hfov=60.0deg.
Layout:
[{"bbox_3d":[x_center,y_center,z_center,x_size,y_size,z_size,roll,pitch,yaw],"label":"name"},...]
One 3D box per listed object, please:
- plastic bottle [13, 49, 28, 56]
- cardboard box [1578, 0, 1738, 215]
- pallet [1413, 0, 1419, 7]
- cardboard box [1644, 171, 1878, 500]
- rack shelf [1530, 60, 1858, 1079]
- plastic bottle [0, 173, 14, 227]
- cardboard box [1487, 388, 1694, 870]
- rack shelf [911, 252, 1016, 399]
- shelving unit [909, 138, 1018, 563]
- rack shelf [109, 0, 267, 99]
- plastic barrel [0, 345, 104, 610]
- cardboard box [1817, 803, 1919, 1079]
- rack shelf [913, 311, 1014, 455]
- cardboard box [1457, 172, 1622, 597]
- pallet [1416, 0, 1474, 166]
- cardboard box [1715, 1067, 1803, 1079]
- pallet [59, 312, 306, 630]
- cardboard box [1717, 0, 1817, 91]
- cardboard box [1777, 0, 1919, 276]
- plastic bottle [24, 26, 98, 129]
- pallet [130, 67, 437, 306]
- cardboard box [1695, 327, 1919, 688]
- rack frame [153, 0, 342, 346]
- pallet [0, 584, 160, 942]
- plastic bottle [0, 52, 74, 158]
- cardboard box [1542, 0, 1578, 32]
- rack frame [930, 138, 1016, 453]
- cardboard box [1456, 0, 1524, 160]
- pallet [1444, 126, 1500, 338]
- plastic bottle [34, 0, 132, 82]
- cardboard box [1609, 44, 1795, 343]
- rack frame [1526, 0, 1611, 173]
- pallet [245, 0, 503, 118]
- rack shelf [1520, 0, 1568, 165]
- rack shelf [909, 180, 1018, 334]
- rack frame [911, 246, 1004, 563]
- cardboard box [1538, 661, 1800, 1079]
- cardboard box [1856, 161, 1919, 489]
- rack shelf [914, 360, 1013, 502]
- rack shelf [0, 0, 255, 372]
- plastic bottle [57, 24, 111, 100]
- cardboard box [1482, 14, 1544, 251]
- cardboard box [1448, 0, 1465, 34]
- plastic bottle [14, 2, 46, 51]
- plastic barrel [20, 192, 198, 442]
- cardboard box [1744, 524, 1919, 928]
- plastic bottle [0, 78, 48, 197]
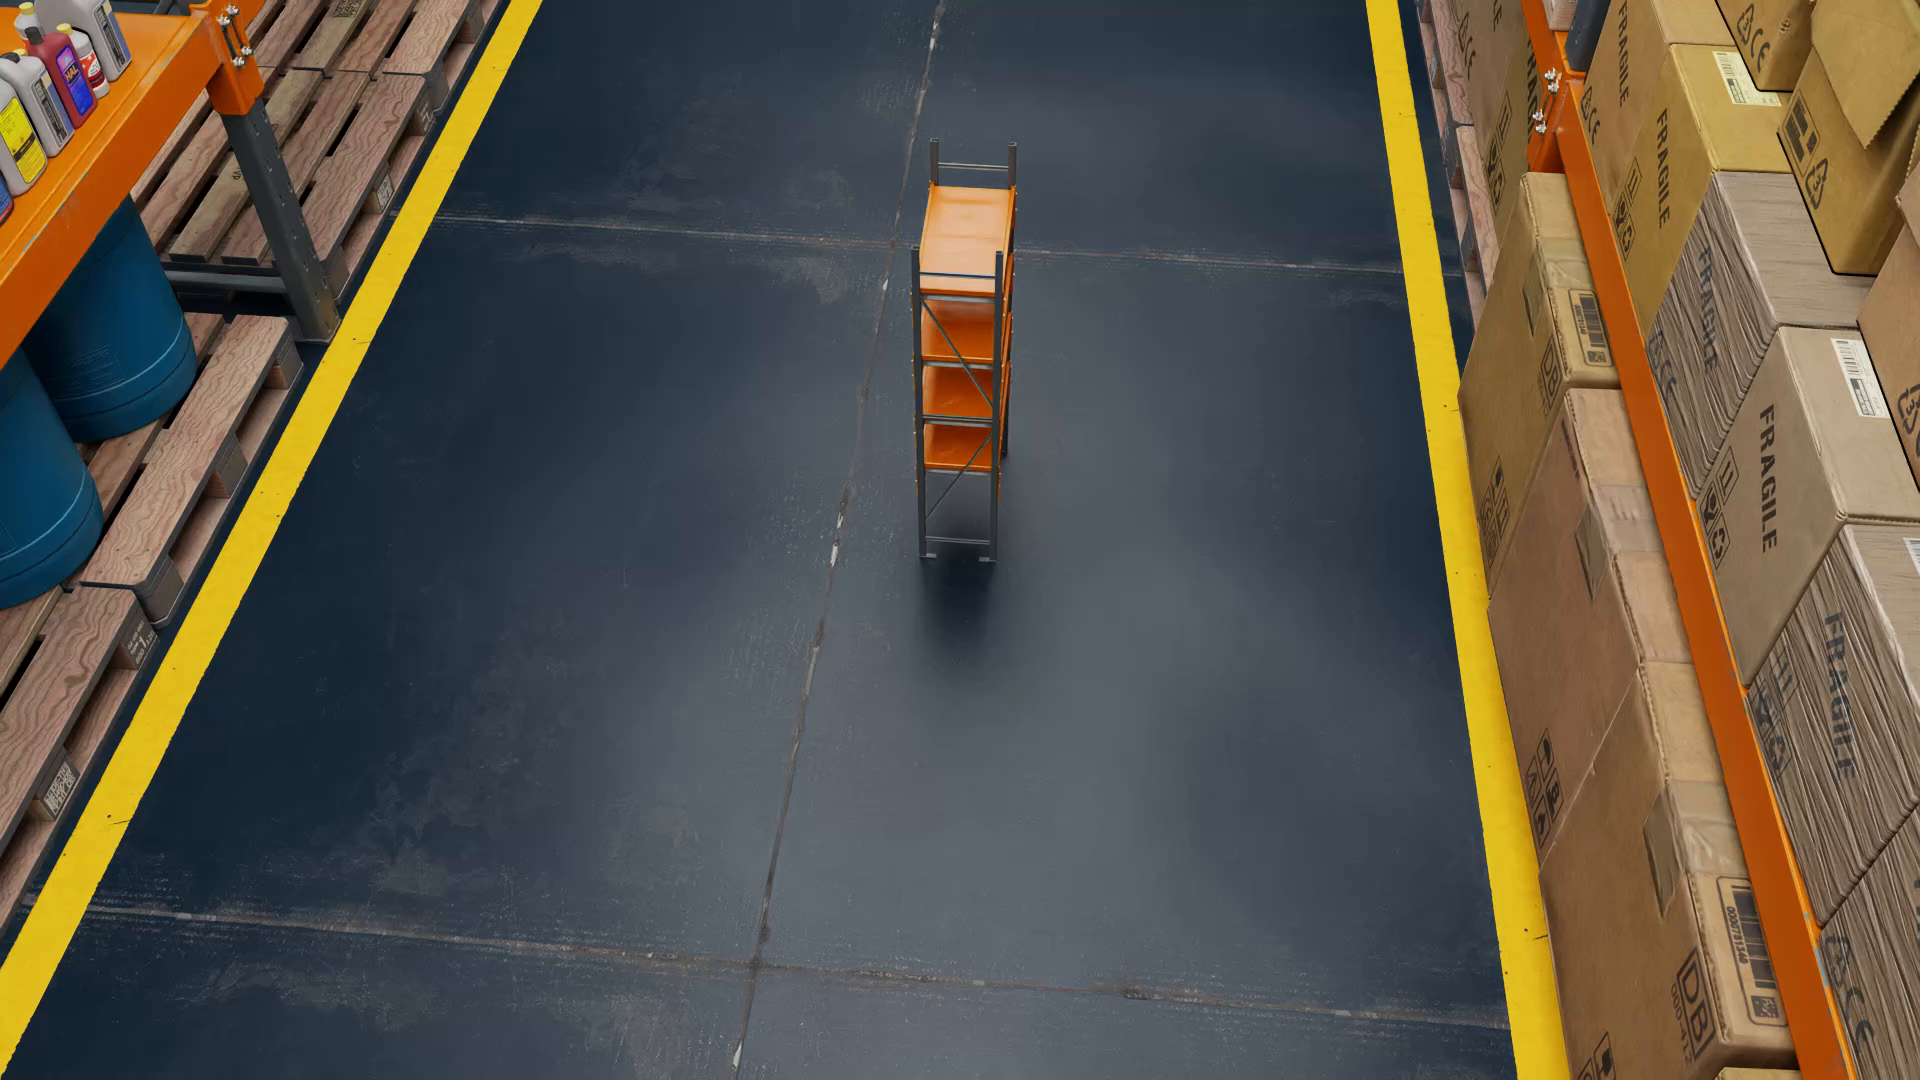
[{"bbox_3d":[-2.488,-1.220,4.468,0.097,0.201,0.097,0,48,0],"label":"plastic bottle"},{"bbox_3d":[1.923,-1.159,4.210,0.500,0.500,0.500,4,48,4],"label":"cardboard box"},{"bbox_3d":[2.584,-2.852,7.716,1.003,0.211,1.213,4,48,4],"label":"pallet"},{"bbox_3d":[1.832,-0.422,3.535,0.500,0.500,0.500,3,48,3],"label":"cardboard box"},{"bbox_3d":[2.032,0.266,3.462,1.077,0.370,4.000,4,48,4],"label":"rack shelf"},{"bbox_3d":[-2.493,-0.930,4.101,0.144,0.351,0.185,4,48,4],"label":"plastic bottle"},{"bbox_3d":[2.095,0.257,4.137,1.225,0.875,0.875,2,48,2],"label":"cardboard box"},{"bbox_3d":[0.015,-0.632,4.803,0.258,0.148,0.480,4,48,4],"label":"rack shelf"},{"bbox_3d":[0.015,-0.527,4.918,0.258,1.200,0.503,4,48,4],"label":"shelving unit"},{"bbox_3d":[-2.536,-3.007,6.455,1.077,0.370,4.000,4,48,4],"label":"rack shelf"},{"bbox_3d":[-2.849,-0.294,4.624,0.600,0.901,0.708,4,48,4],"label":"plastic barrel"},{"bbox_3d":[1.699,0.714,2.497,0.500,0.500,0.500,3,48,3],"label":"cardboard box"},{"bbox_3d":[0.015,-0.481,4.968,0.258,0.148,0.480,4,48,4],"label":"rack shelf"},{"bbox_3d":[2.176,-0.400,4.738,1.225,0.875,0.875,4,48,4],"label":"cardboard box"},{"bbox_3d":[2.470,-1.958,6.898,1.003,0.211,1.213,4,48,4],"label":"pallet"},{"bbox_3d":[1.933,1.562,2.944,1.225,0.875,0.875,2,48,2],"label":"cardboard box"},{"bbox_3d":[-2.830,-0.274,5.358,1.003,0.211,1.213,4,48,4],"label":"pallet"},{"bbox_3d":[2.164,-1.349,3.704,0.797,0.503,0.637,3,48,3],"label":"cardboard box"},{"bbox_3d":[2.090,-0.846,3.243,0.797,0.503,0.637,4,48,4],"label":"cardboard box"},{"bbox_3d":[-2.408,-1.256,4.445,0.061,0.283,0.133,4,48,4],"label":"plastic bottle"},{"bbox_3d":[-2.690,-1.382,6.371,1.003,0.211,1.213,4,48,4],"label":"pallet"},{"bbox_3d":[1.790,-0.042,3.188,0.500,0.500,0.500,5,48,4],"label":"cardboard box"},{"bbox_3d":[-2.718,-1.780,4.845,1.000,3.000,0.127,4,48,4],"label":"rack frame"},{"bbox_3d":[-2.939,0.624,4.536,1.003,0.211,1.213,4,48,4],"label":"pallet"},{"bbox_3d":[-2.466,-1.158,4.361,0.152,0.276,0.135,4,48,4],"label":"plastic bottle"},{"bbox_3d":[1.916,-1.608,4.858,0.380,0.149,0.250,4,48,4],"label":"cardboard box"},{"bbox_3d":[0.037,-0.706,5.082,0.240,1.200,0.015,4,48,4],"label":"rack frame"},{"bbox_3d":[2.436,-2.012,6.213,0.875,0.875,0.875,4,48,4],"label":"cardboard box"},{"bbox_3d":[2.361,-1.059,6.076,1.003,0.211,1.213,4,48,4],"label":"pallet"},{"bbox_3d":[-2.432,-1.427,4.606,0.152,0.276,0.135,4,48,4],"label":"plastic bottle"},{"bbox_3d":[1.878,-0.790,3.872,0.500,0.500,0.500,4,48,4],"label":"cardboard box"},{"bbox_3d":[2.214,-1.447,4.540,1.000,3.000,0.127,4,48,4],"label":"rack frame"},{"bbox_3d":[-2.581,-2.281,7.193,1.003,0.211,1.213,4,48,4],"label":"pallet"},{"bbox_3d":[2.396,-2.674,6.150,1.077,0.370,4.000,4,48,4],"label":"rack shelf"},{"bbox_3d":[0.015,-0.792,4.629,0.258,0.148,0.480,4,48,4],"label":"rack shelf"},{"bbox_3d":[-0.007,-0.347,4.755,0.240,1.200,0.015,4,48,4],"label":"rack frame"},{"bbox_3d":[2.022,0.908,3.542,1.225,0.875,0.875,4,48,4],"label":"cardboard box"},{"bbox_3d":[2.049,-0.388,2.824,0.797,0.503,0.637,5,48,5],"label":"cardboard box"},{"bbox_3d":[0.015,-0.347,5.115,0.258,0.148,0.480,4,48,4],"label":"rack shelf"},{"bbox_3d":[-2.901,-0.067,3.766,1.077,0.370,4.000,4,48,4],"label":"rack shelf"},{"bbox_3d":[-2.416,-1.314,4.554,0.097,0.201,0.097,0,48,0],"label":"plastic bottle"},{"bbox_3d":[2.354,-1.351,5.608,0.875,0.875,0.875,4,48,4],"label":"cardboard box"},{"bbox_3d":[2.517,-2.666,6.811,0.875,0.875,0.875,4,48,4],"label":"cardboard box"},{"bbox_3d":[-2.558,-1.396,4.629,0.097,0.201,0.097,0,48,0],"label":"plastic bottle"},{"bbox_3d":[-2.785,-0.815,5.100,0.600,0.901,0.708,4,48,4],"label":"plastic barrel"},{"bbox_3d":[1.743,0.332,2.846,0.500,0.500,0.500,2,48,2],"label":"cardboard box"},{"bbox_3d":[-2.476,-1.066,4.225,0.144,0.351,0.185,4,48,4],"label":"plastic bottle"}]
